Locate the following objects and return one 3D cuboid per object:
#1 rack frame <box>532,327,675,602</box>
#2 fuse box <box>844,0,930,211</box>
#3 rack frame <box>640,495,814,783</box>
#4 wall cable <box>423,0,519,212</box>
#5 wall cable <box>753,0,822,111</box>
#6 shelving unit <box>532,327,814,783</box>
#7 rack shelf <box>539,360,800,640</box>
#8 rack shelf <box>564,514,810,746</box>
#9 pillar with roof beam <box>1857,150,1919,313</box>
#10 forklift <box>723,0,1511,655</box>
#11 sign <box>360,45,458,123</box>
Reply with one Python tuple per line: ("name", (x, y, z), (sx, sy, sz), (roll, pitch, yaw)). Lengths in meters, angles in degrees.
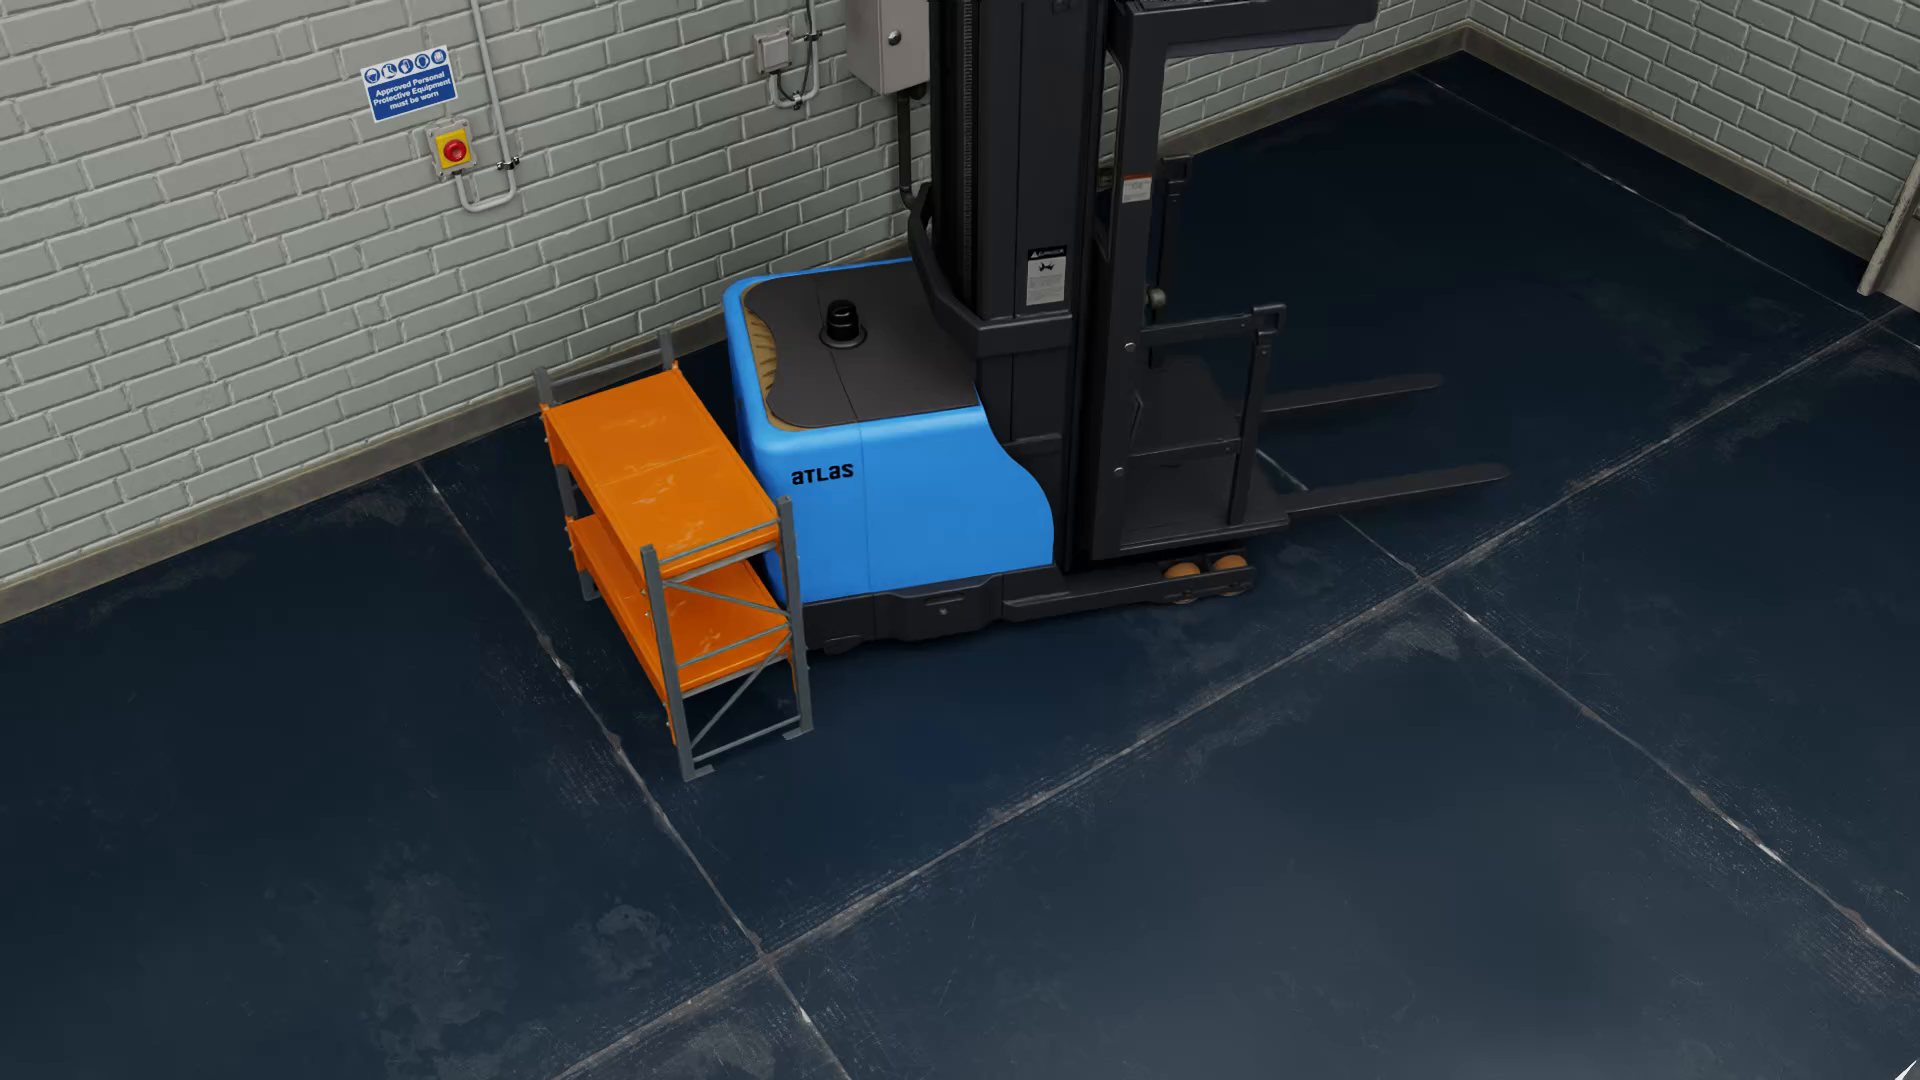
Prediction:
("rack frame", (-1.251, -0.258, 6.206), (0.500, 1.125, 0.032), (-21, 48, -21))
("fuse box", (-0.152, -1.854, 7.453), (0.539, 1.711, 0.414), (-26, 49, -24))
("rack frame", (-0.757, 0.355, 5.563), (0.500, 1.125, 0.032), (-21, 48, -21))
("wall cable", (-1.958, -1.951, 5.863), (0.585, 1.953, 0.123), (-26, 49, -24))
("wall cable", (-0.801, -2.507, 6.468), (0.588, 1.984, 0.122), (-26, 49, -24))
("shelving unit", (-1.004, 0.049, 5.884), (0.538, 1.125, 1.048), (-21, 48, -21))
("rack shelf", (-1.004, -0.163, 5.682), (0.538, 0.278, 1.000), (-21, 48, -21))
("rack shelf", (-1.004, 0.225, 6.053), (0.538, 0.278, 1.000), (-21, 48, -21))
("pillar with roof beam", (1.022, -2.704, 3.065), (9.100, 9.000, 0.400), (-26, 49, -24))
("forklift", (0.674, -1.159, 5.841), (3.031, 2.935, 1.130), (-9, 44, -9))
("sign", (-2.033, -1.686, 6.148), (0.327, 0.218, 0.001), (-26, 49, -24))
